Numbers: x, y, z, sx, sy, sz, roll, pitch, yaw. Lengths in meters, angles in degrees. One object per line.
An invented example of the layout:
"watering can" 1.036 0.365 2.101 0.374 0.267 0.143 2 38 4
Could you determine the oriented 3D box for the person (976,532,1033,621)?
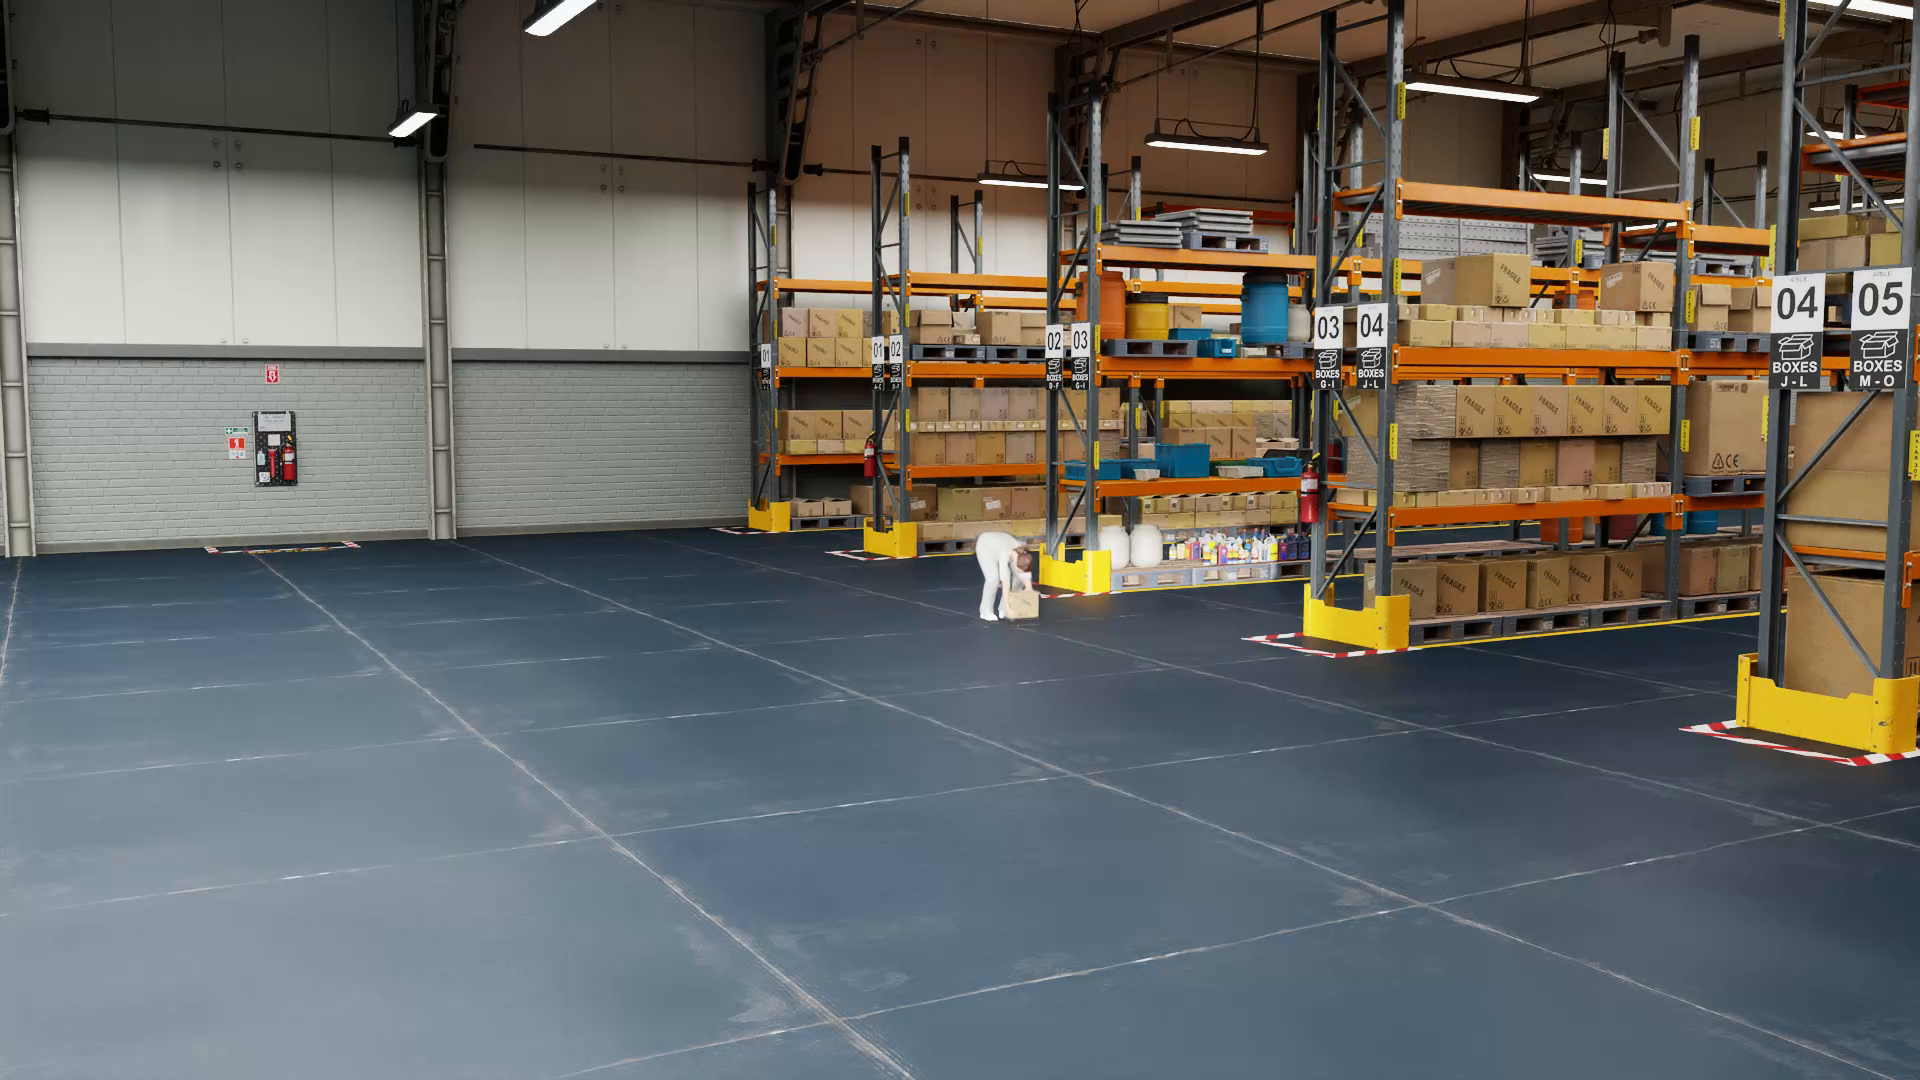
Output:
"person" 0.487 0.388 17.344 0.455 0.921 0.852 -3 6 -32
